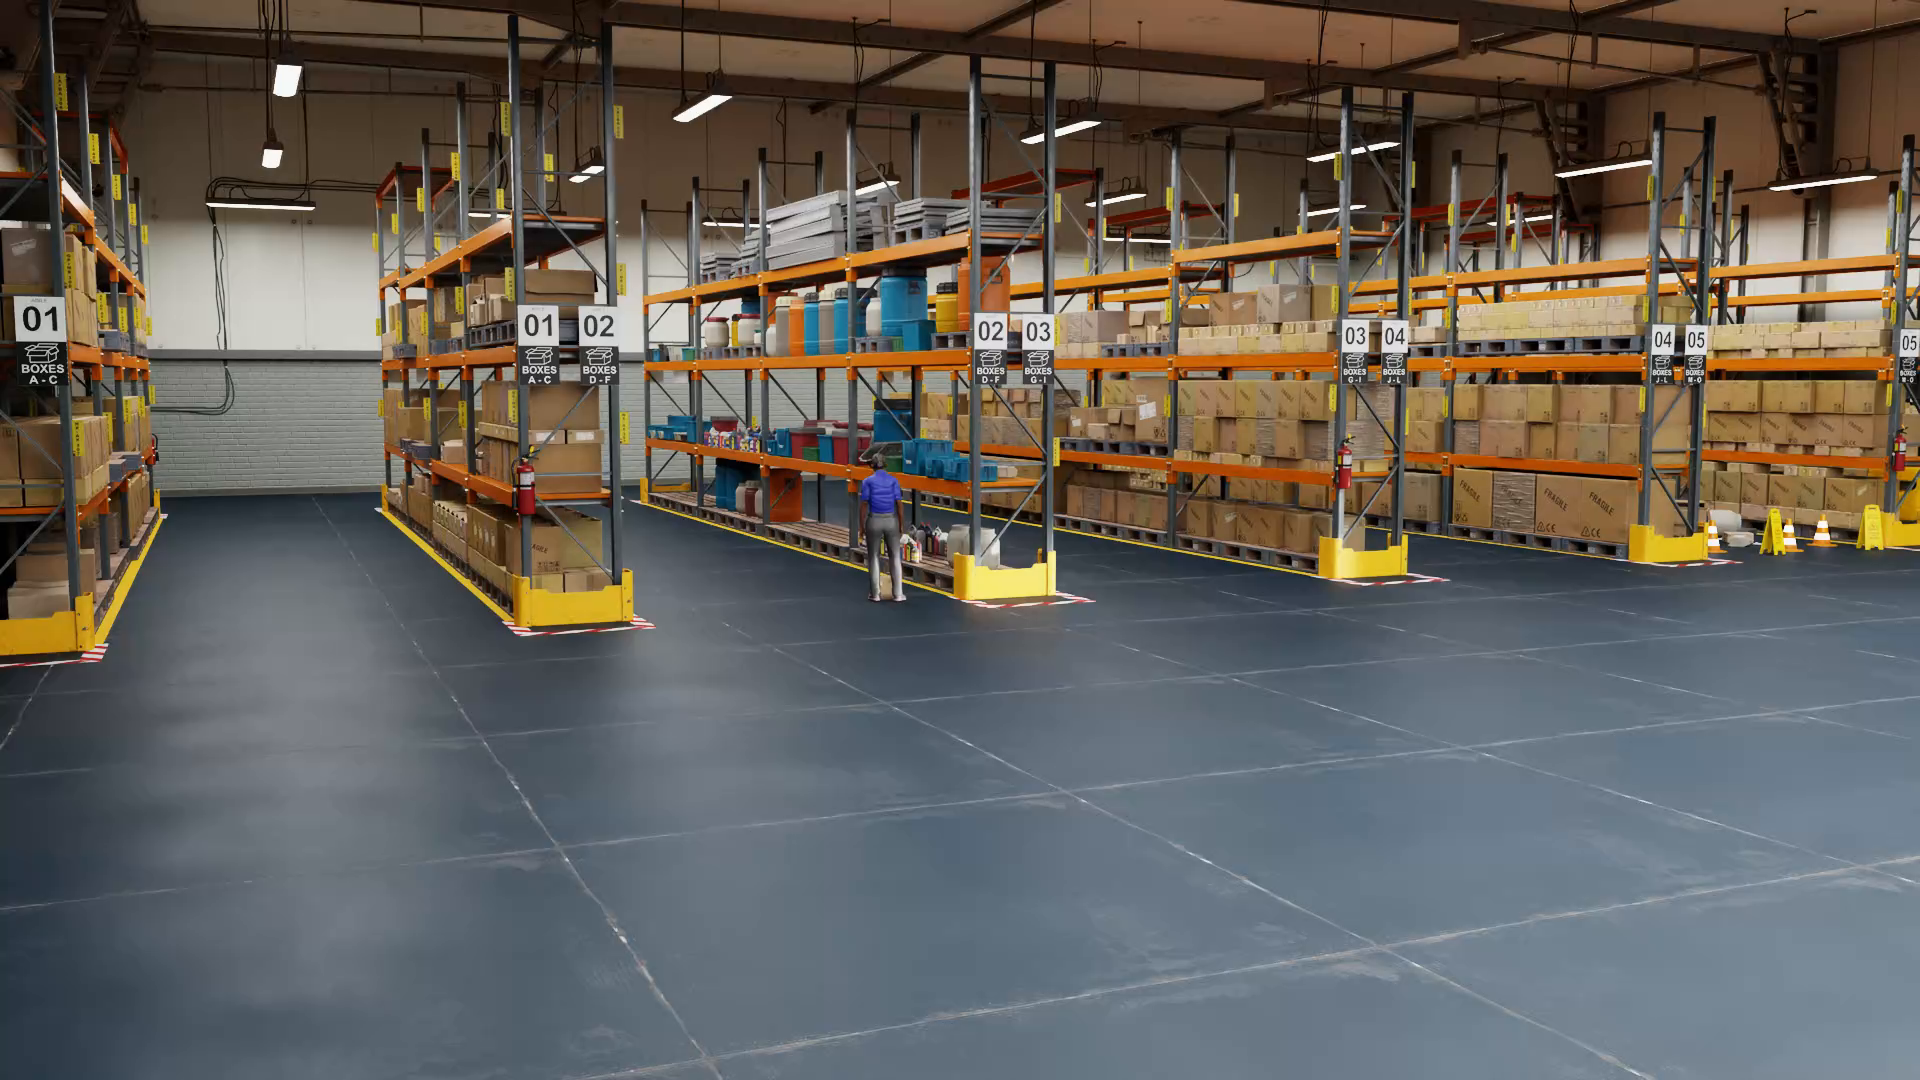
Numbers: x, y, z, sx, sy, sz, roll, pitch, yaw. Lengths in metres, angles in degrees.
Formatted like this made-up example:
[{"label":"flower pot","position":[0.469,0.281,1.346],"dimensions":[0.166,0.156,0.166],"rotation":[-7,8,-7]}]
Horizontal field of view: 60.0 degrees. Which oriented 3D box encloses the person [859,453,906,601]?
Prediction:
[{"label":"person","position":[-0.863,-0.143,18.519],"dimensions":[0.531,1.654,0.402],"rotation":[-1,6,-8]}]
